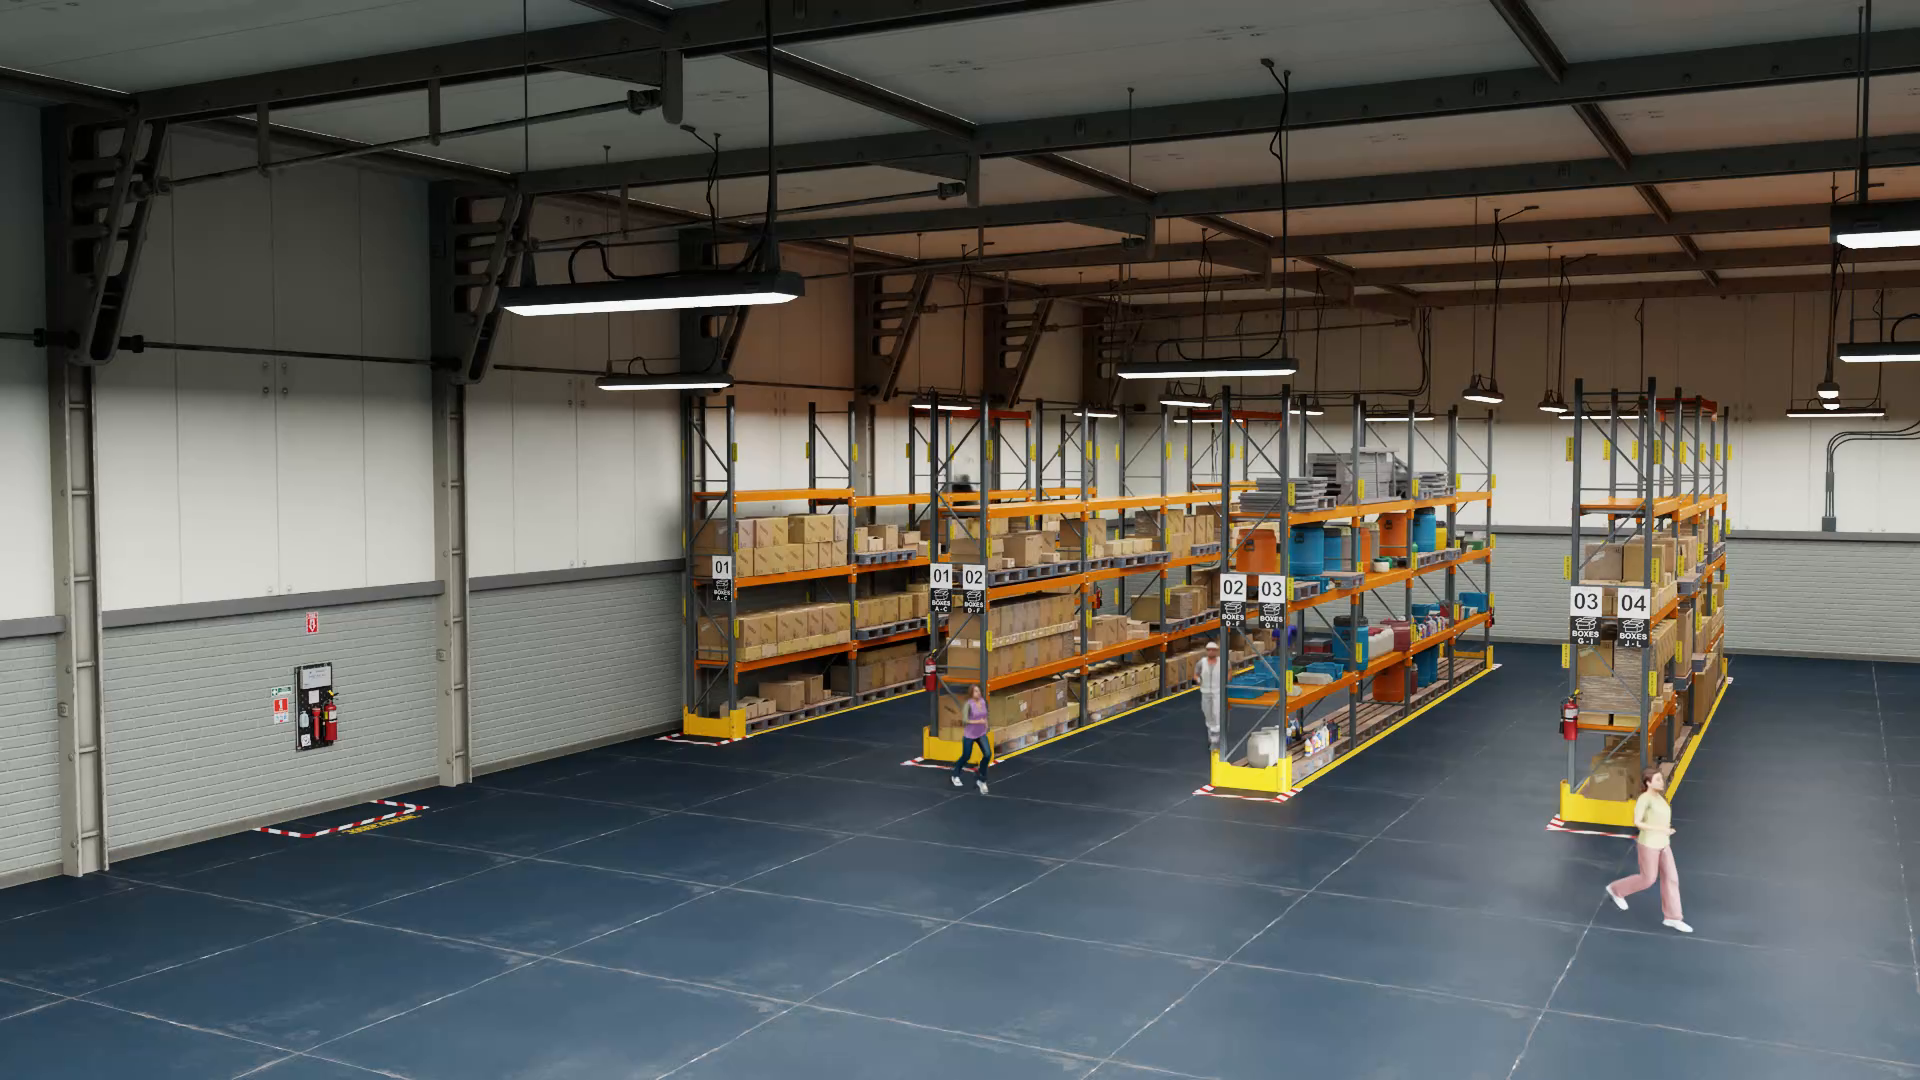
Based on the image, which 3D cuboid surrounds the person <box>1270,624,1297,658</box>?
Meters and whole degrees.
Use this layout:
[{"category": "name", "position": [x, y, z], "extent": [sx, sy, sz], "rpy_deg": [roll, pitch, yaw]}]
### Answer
[{"category": "person", "position": [6.722, 2.363, 34.502], "extent": [0.556, 1.714, 0.714], "rpy_deg": [1, 3, 19]}]

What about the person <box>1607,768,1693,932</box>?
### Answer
[{"category": "person", "position": [7.305, 3.235, 17.575], "extent": [0.578, 1.663, 0.935], "rpy_deg": [-2, 4, -38]}]

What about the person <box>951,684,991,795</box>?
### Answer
[{"category": "person", "position": [0.209, 2.914, 24.512], "extent": [0.547, 1.626, 0.835], "rpy_deg": [-2, 4, -32]}]

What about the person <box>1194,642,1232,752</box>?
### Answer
[{"category": "person", "position": [4.270, 2.622, 28.170], "extent": [0.613, 1.823, 0.894], "rpy_deg": [1, 3, 19]}]
